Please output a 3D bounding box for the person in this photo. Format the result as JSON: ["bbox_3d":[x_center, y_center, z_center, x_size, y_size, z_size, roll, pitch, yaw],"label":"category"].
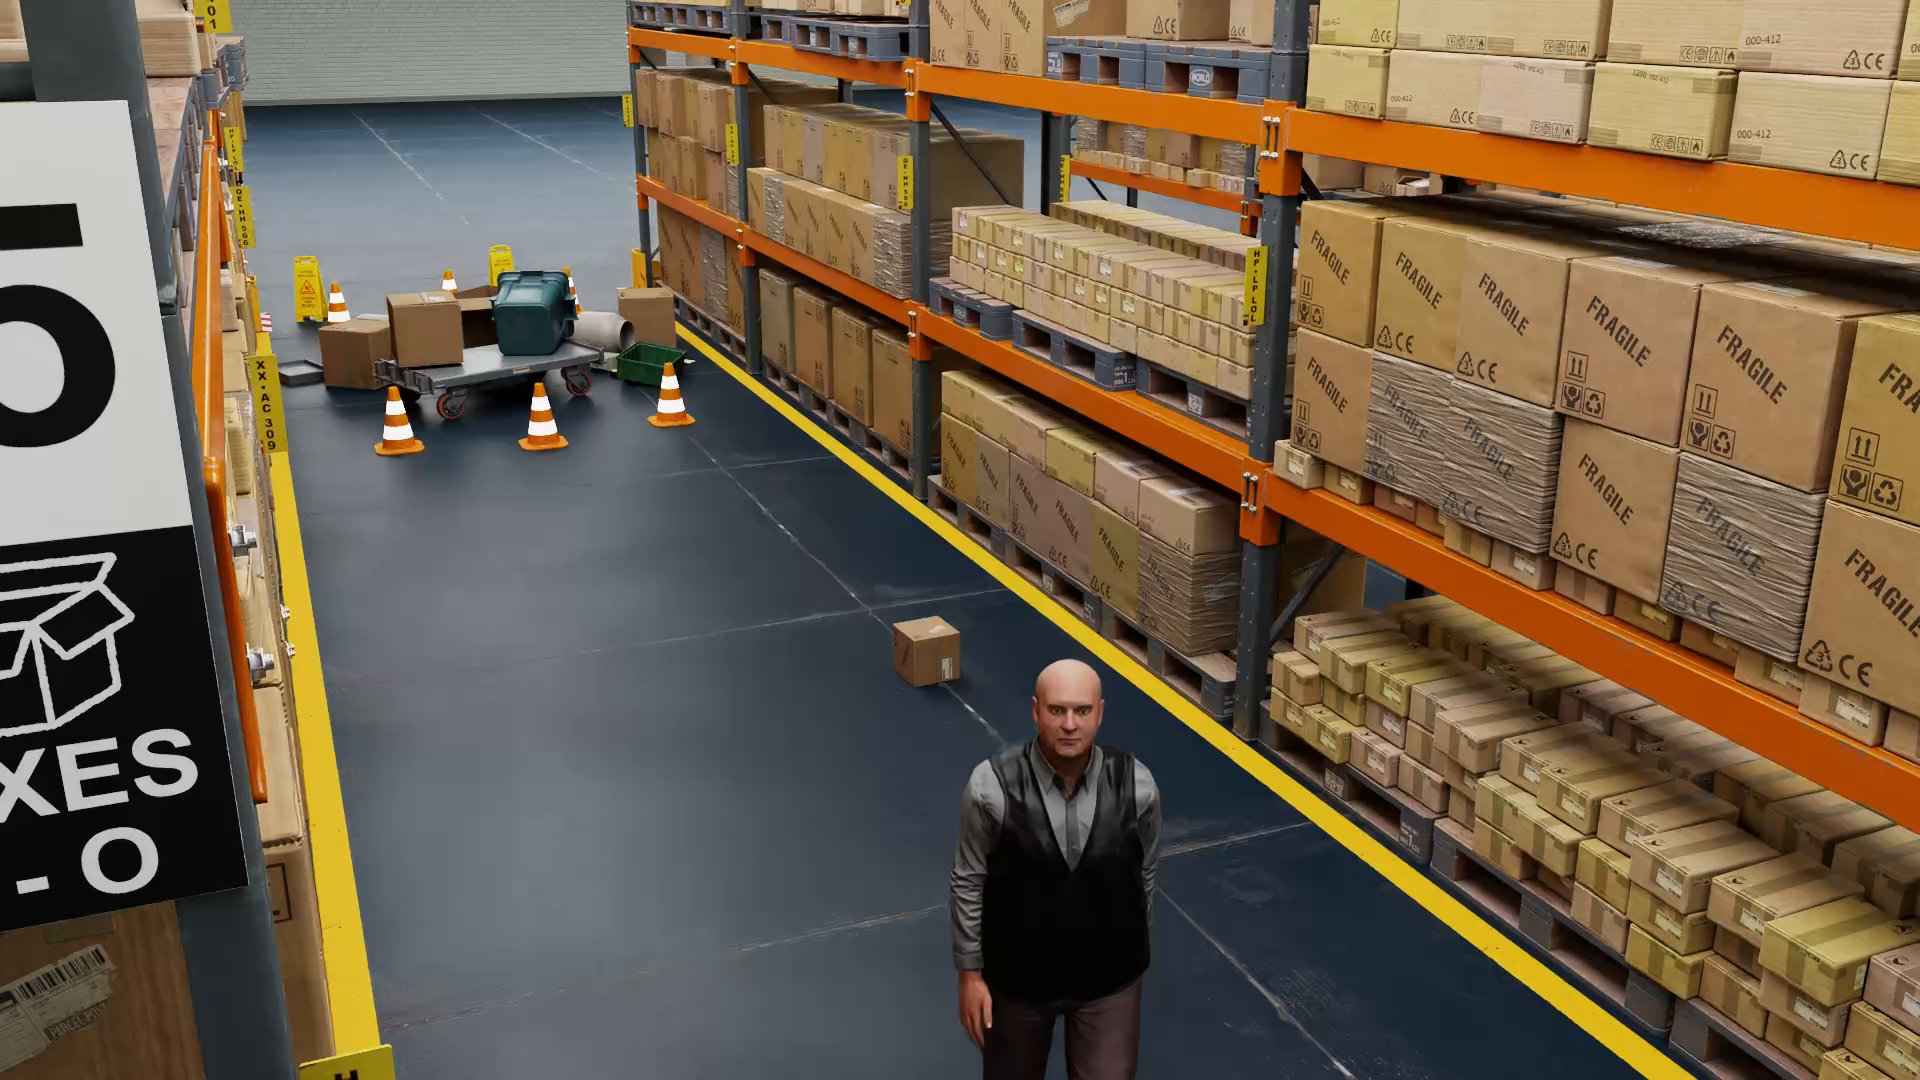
[{"bbox_3d":[0.244,1.109,4.320,0.543,1.691,0.892,0,19,-1],"label":"person"}]
